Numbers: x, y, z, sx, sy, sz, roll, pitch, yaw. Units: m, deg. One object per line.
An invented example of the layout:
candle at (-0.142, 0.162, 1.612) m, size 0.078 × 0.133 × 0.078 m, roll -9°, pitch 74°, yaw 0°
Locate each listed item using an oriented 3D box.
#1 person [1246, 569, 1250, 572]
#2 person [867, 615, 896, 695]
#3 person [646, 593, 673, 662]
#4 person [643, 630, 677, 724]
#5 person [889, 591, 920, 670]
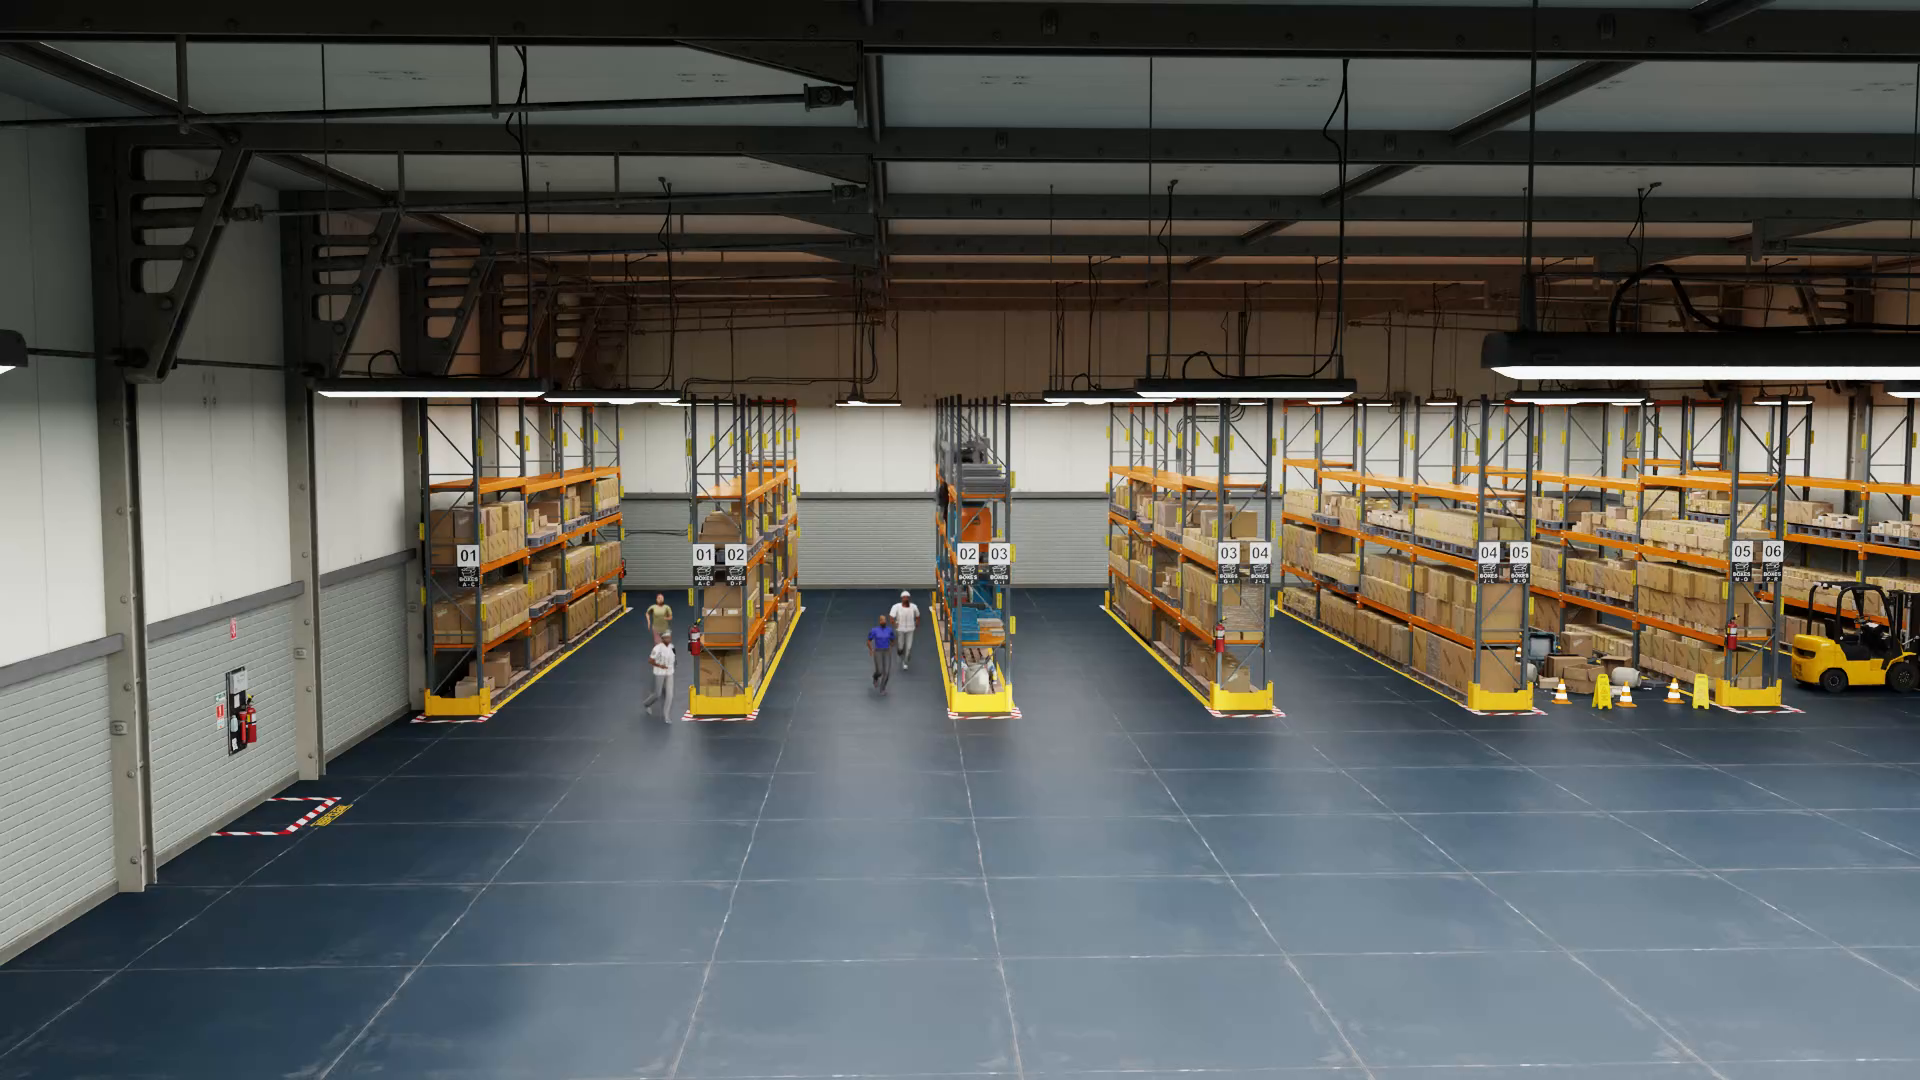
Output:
person at (7.997, 1.104, 47.888) m, size 0.758 × 1.714 × 0.686 m, roll 3°, pitch 5°, yaw 29°
person at (-1.560, 2.301, 33.360) m, size 0.575 × 1.611 × 0.559 m, roll -1°, pitch 5°, yaw -15°
person at (-6.576, 2.019, 36.481) m, size 0.543 × 1.721 × 0.705 m, roll -2°, pitch 5°, yaw -19°
person at (-5.471, 2.484, 30.624) m, size 0.592 × 1.702 × 0.810 m, roll -4°, pitch 6°, yaw -39°
person at (-1.205, 1.981, 36.617) m, size 0.690 × 1.722 × 0.606 m, roll -1°, pitch 5°, yaw -10°
